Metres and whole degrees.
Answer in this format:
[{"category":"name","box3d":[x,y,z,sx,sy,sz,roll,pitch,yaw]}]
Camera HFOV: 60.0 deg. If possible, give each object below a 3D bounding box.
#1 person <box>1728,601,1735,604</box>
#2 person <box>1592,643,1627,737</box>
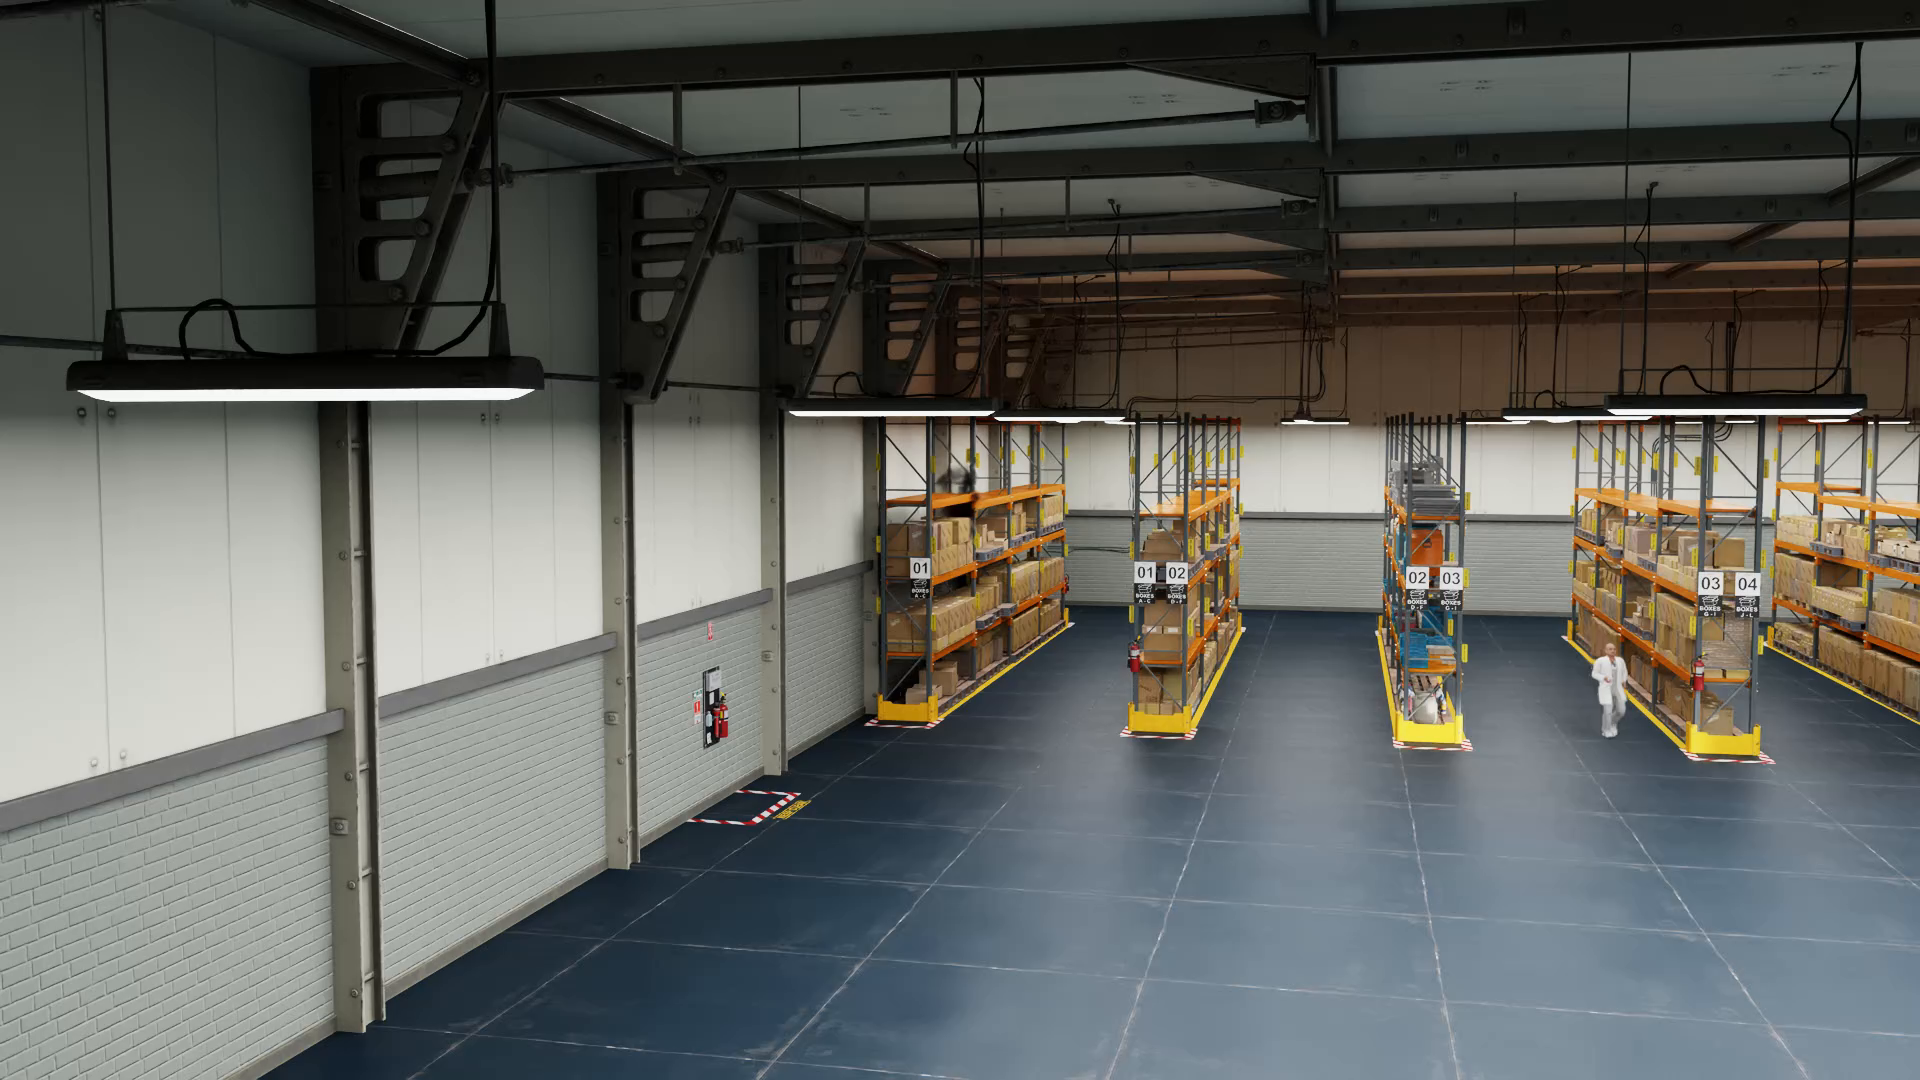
[{"category":"person","box3d":[19.673,2.065,42.434,0.525,1.557,0.581,1,4,14]},{"category":"person","box3d":[11.992,2.776,30.558,0.698,1.733,0.634,0,4,1]}]
